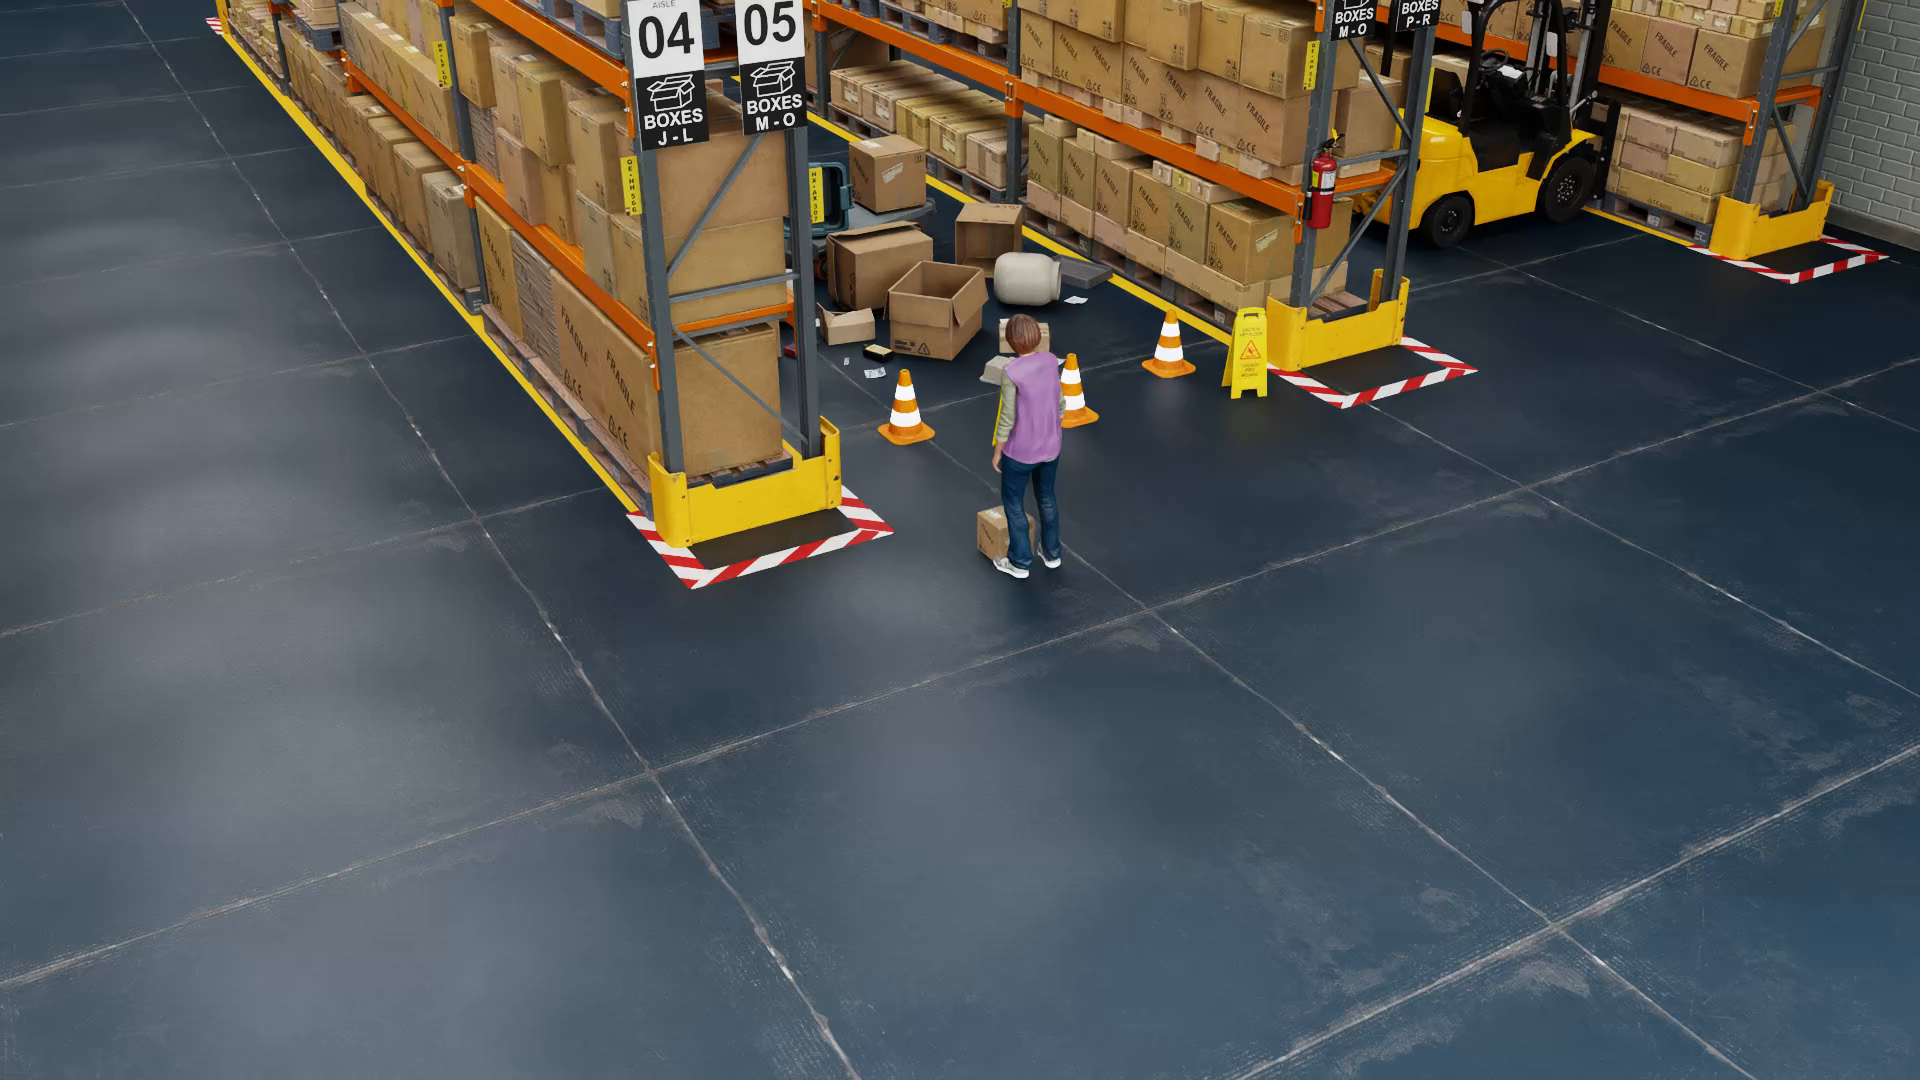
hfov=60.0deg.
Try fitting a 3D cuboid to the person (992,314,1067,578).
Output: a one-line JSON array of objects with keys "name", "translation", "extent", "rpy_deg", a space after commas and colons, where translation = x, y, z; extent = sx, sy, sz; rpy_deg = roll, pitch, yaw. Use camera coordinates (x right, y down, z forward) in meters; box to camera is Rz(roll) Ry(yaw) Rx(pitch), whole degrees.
[{"name": "person", "translation": [0.399, -0.523, 9.489], "extent": [0.485, 1.593, 0.343], "rpy_deg": [-18, 34, -29]}]
